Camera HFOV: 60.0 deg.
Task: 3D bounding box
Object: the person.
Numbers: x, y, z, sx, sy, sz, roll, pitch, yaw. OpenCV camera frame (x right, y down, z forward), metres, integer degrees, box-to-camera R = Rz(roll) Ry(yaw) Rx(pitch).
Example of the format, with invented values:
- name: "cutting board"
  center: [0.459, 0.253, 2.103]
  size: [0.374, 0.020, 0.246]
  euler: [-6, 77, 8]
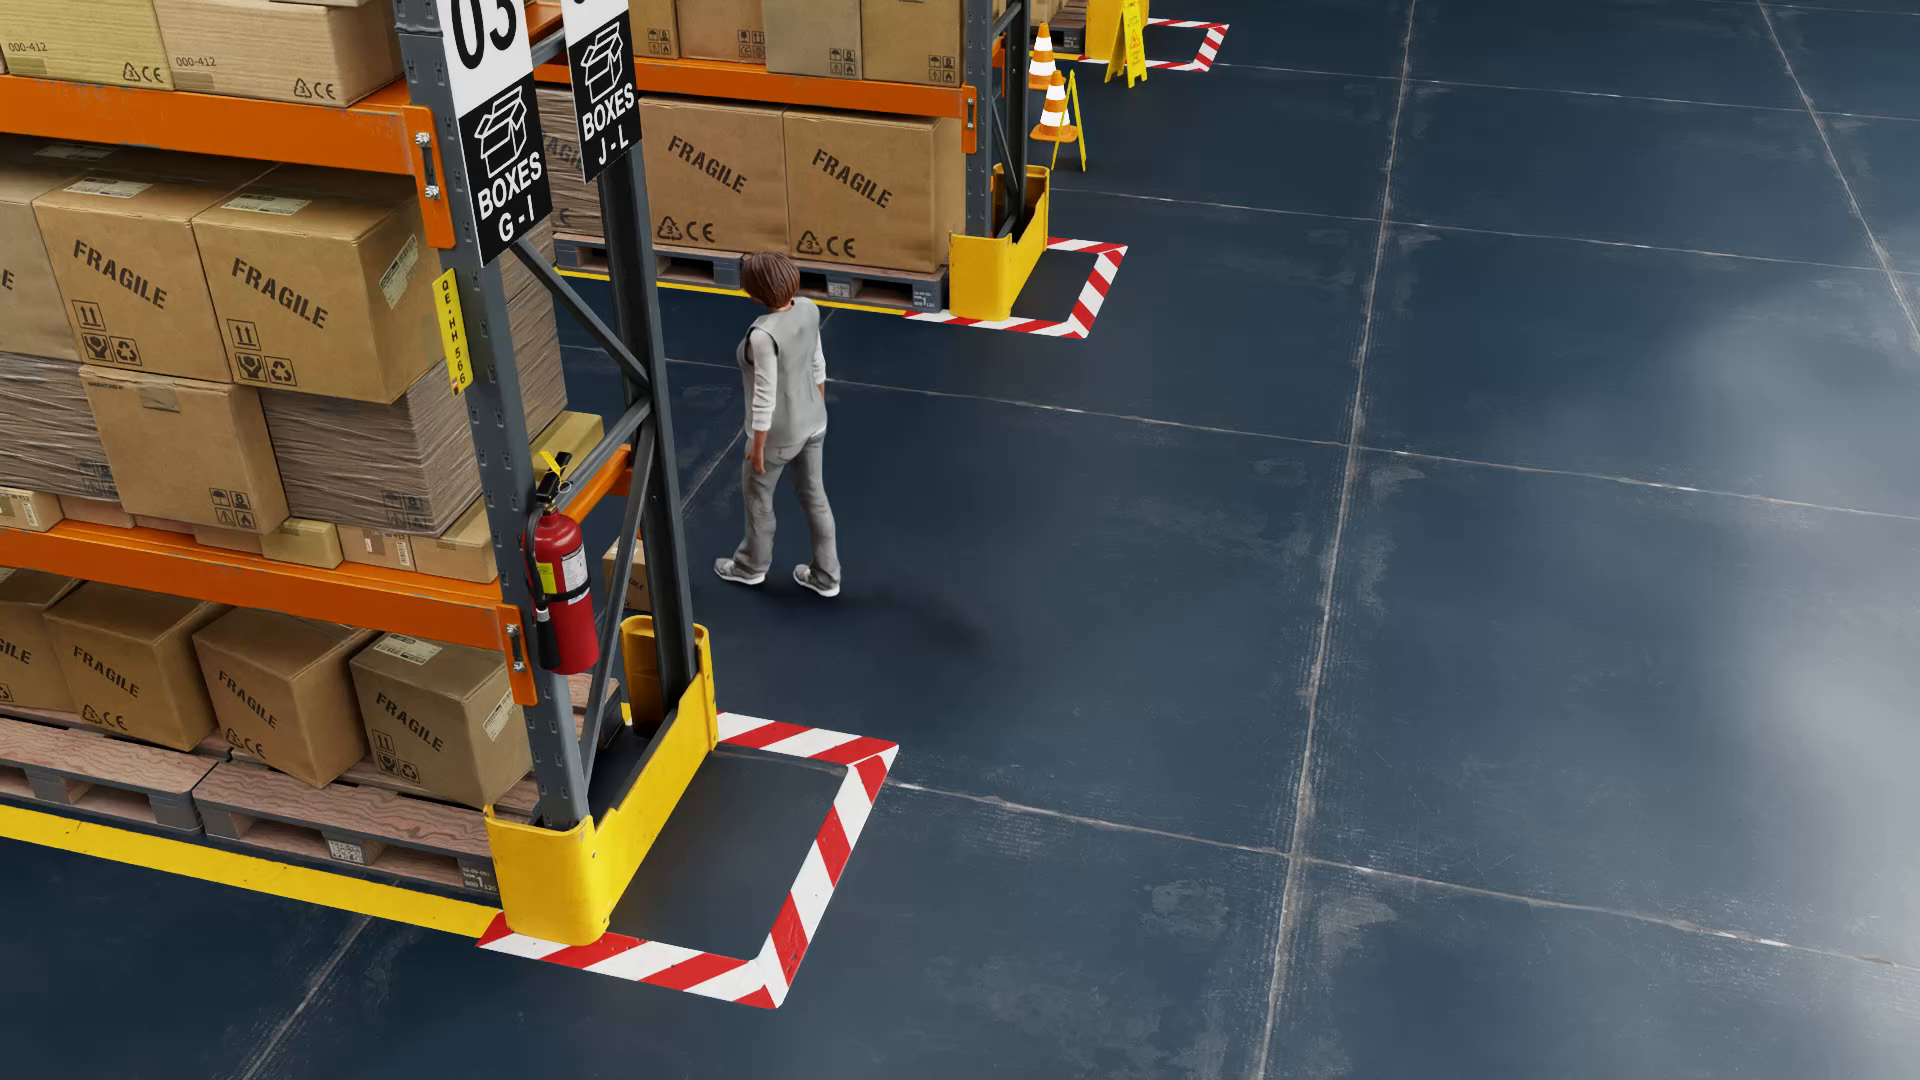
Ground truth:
- name: "person"
  center: [-0.783, -0.482, 6.869]
  size: [0.619, 1.592, 0.449]
  euler: [21, 39, 29]
